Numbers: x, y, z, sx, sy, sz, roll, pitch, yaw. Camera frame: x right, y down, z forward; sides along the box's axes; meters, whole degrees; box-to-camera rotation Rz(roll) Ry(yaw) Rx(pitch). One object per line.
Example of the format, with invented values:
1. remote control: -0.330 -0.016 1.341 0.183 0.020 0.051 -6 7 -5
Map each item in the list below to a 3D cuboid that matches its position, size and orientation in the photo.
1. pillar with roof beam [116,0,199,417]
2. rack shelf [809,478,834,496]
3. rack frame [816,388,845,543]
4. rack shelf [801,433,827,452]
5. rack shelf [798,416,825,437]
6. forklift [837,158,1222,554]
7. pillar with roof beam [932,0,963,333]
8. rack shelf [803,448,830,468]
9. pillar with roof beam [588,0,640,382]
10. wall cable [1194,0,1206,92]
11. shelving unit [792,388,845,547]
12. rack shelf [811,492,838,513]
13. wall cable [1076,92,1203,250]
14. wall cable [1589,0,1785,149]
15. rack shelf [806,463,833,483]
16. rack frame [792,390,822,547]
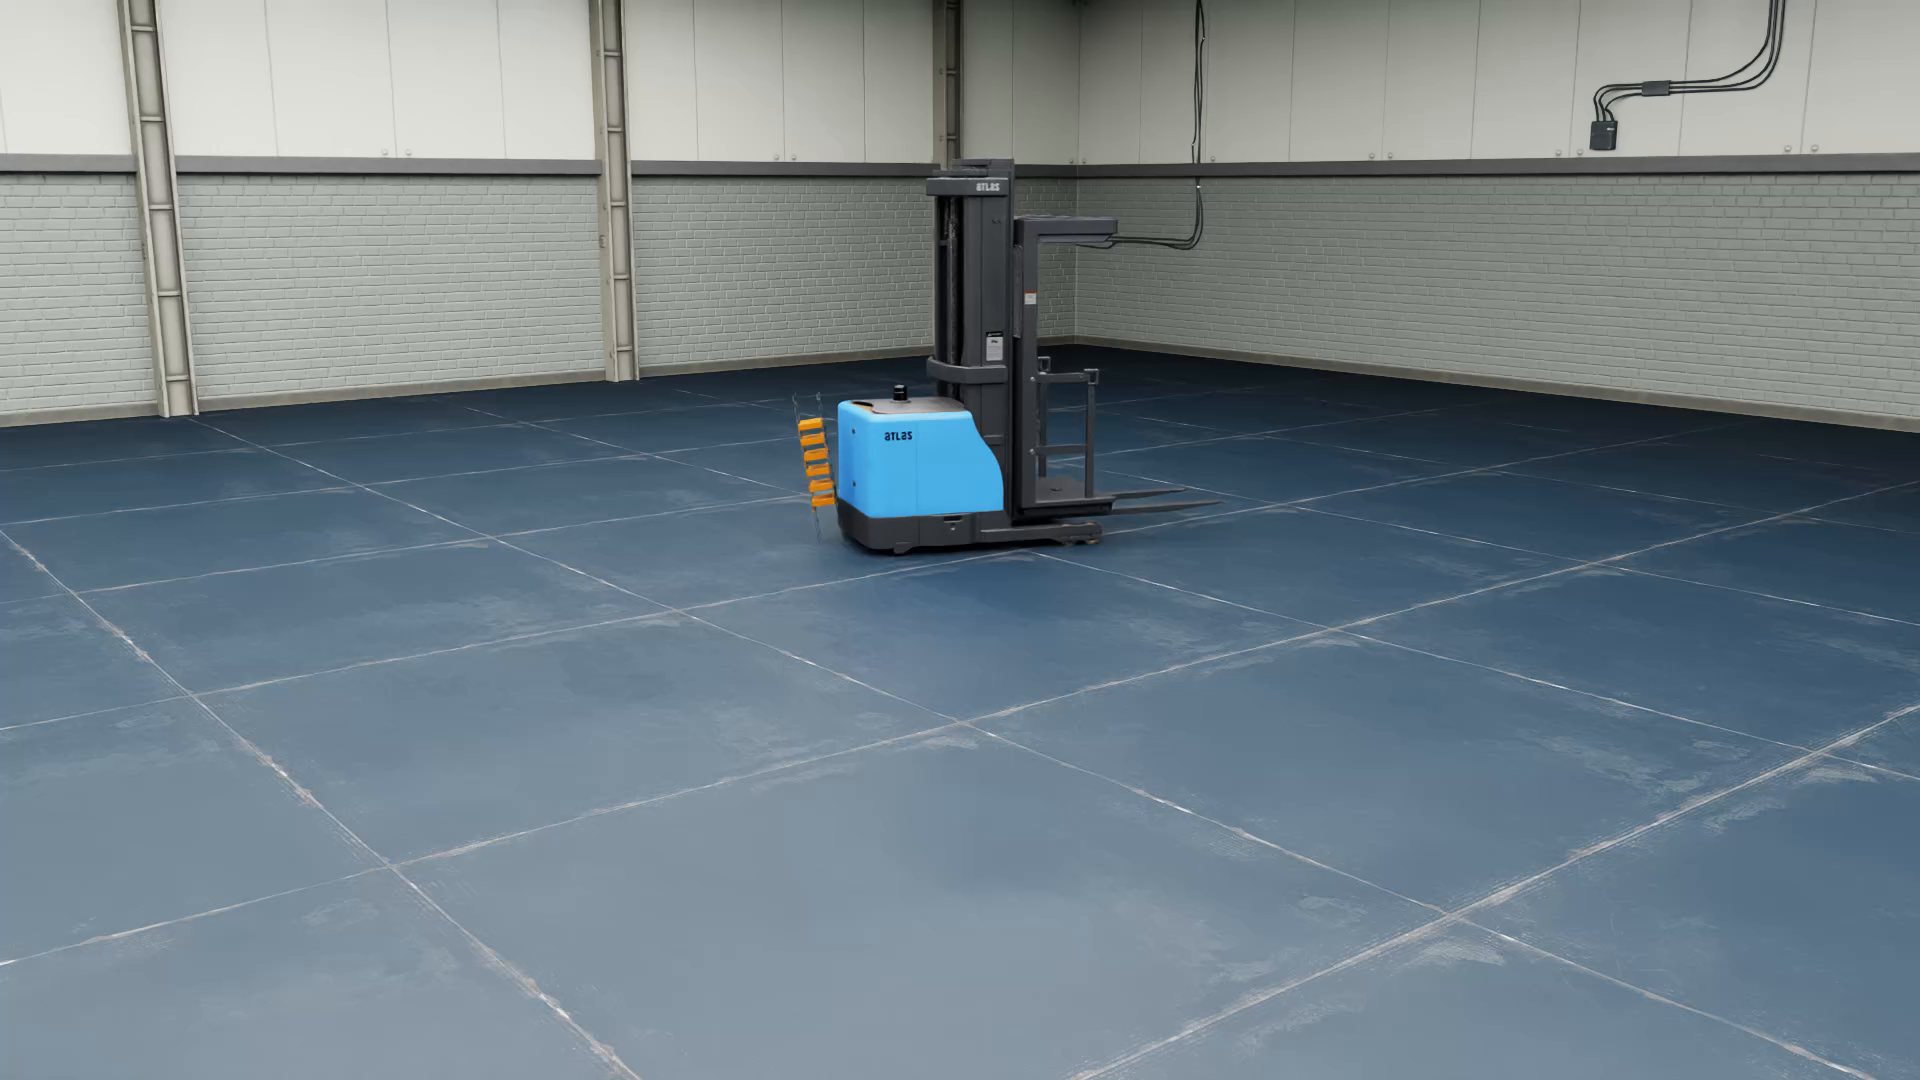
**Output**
1. pillar with roof beam: -6.874 -5.238 16.132 0.400 9.000 9.100 -9 15 -38
2. rack shelf: -1.069 -0.408 12.905 0.180 0.103 0.258 -9 12 1
3. rack frame: -1.004 -0.581 12.869 0.006 1.200 0.240 -9 12 1
4. rack shelf: -1.124 -0.756 12.830 0.180 0.103 0.258 -9 12 1
5. rack shelf: -1.143 -0.872 12.805 0.180 0.103 0.258 -9 12 1
6. forklift: 0.595 -1.491 13.095 3.031 2.935 1.130 -4 13 -18
7. pillar with roof beam: 2.496 -6.795 23.465 0.400 9.000 9.100 -9 15 -38
8. rack shelf: -1.106 -0.640 12.855 0.180 0.103 0.258 -9 12 1
9. pillar with roof beam: -2.189 -6.017 19.799 0.400 9.000 9.100 -9 15 -38
10. wall cable: 4.623 -8.174 25.275 0.112 2.526 3.097 -9 15 -38
11. shelving unit: -1.094 -0.567 12.871 0.189 1.200 0.258 -9 12 1
12. rack shelf: -1.050 -0.292 12.930 0.180 0.103 0.258 -9 12 1
13. wall cable: 2.933 -6.142 27.866 0.112 2.526 3.097 -9 15 -38
14. wall cable: 8.852 -7.783 19.929 0.169 6.003 2.305 -9 15 -38
15. rack shelf: -1.087 -0.524 12.880 0.180 0.103 0.258 -9 12 1
16. rack frame: -1.185 -0.553 12.872 0.006 1.200 0.240 -9 12 1
